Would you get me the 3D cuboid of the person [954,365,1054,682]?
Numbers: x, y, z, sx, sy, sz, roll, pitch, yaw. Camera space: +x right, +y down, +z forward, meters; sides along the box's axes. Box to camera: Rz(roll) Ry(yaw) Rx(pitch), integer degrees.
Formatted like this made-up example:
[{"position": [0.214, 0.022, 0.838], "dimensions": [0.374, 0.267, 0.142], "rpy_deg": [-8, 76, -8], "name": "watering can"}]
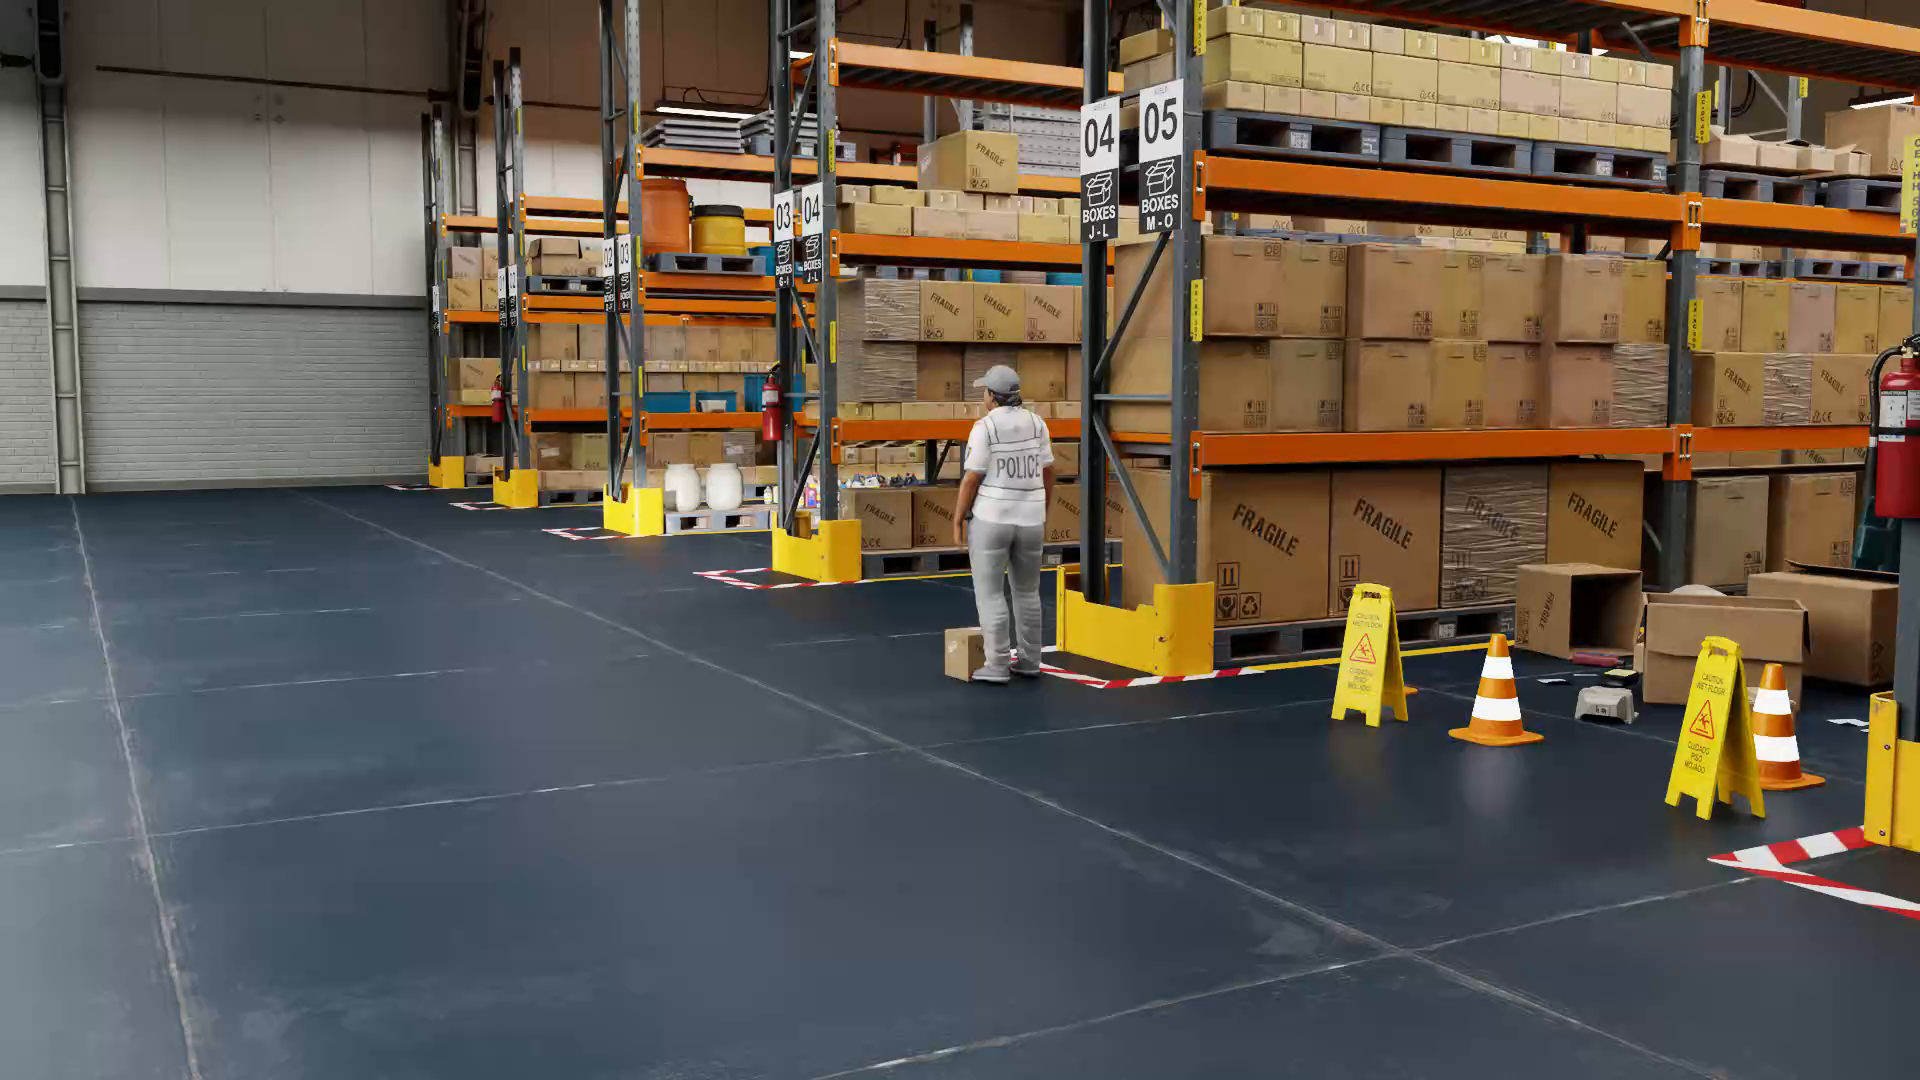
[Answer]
[{"position": [0.213, -0.085, 8.809], "dimensions": [0.599, 1.671, 0.528], "rpy_deg": [-3, 6, -27], "name": "person"}]
